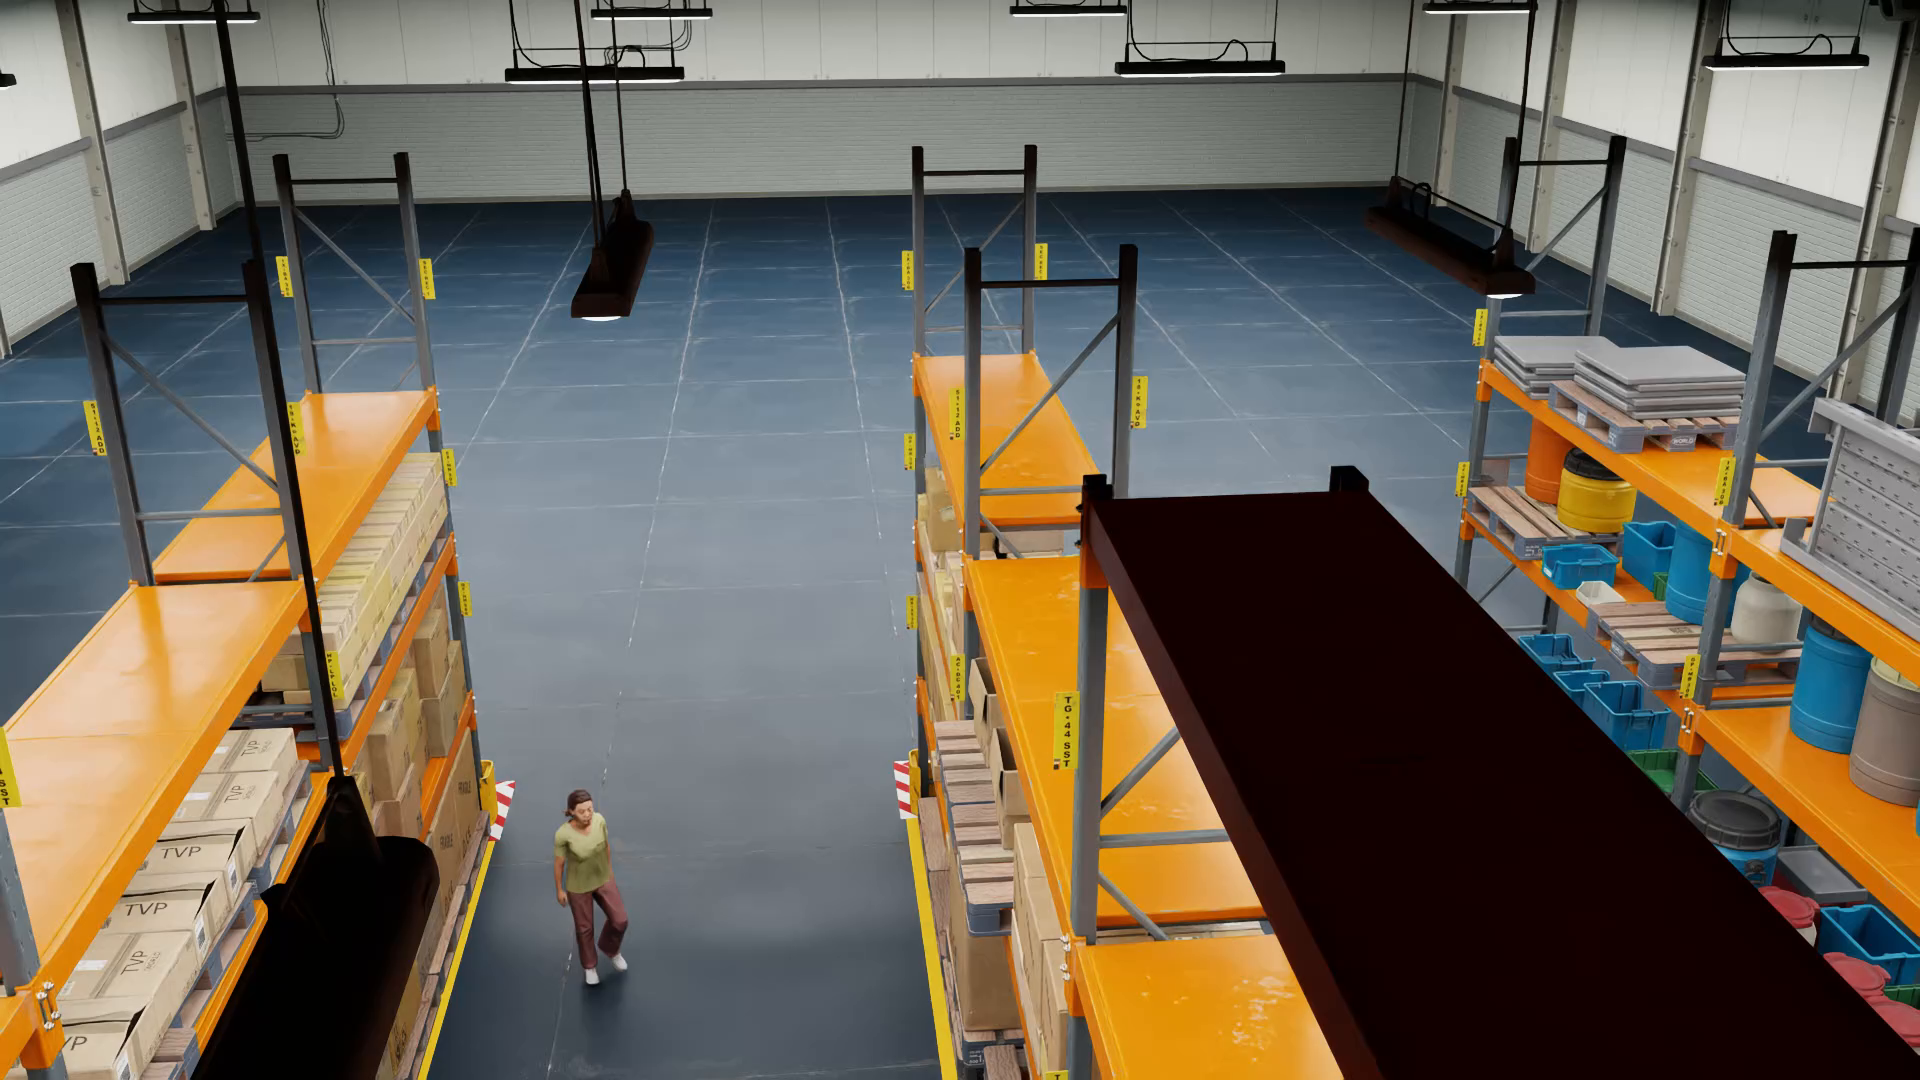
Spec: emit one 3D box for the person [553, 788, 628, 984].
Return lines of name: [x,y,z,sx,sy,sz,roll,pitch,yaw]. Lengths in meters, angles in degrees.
person: [-2.839,2.643,12.714,0.491,1.681,0.399,-15,26,-33]
